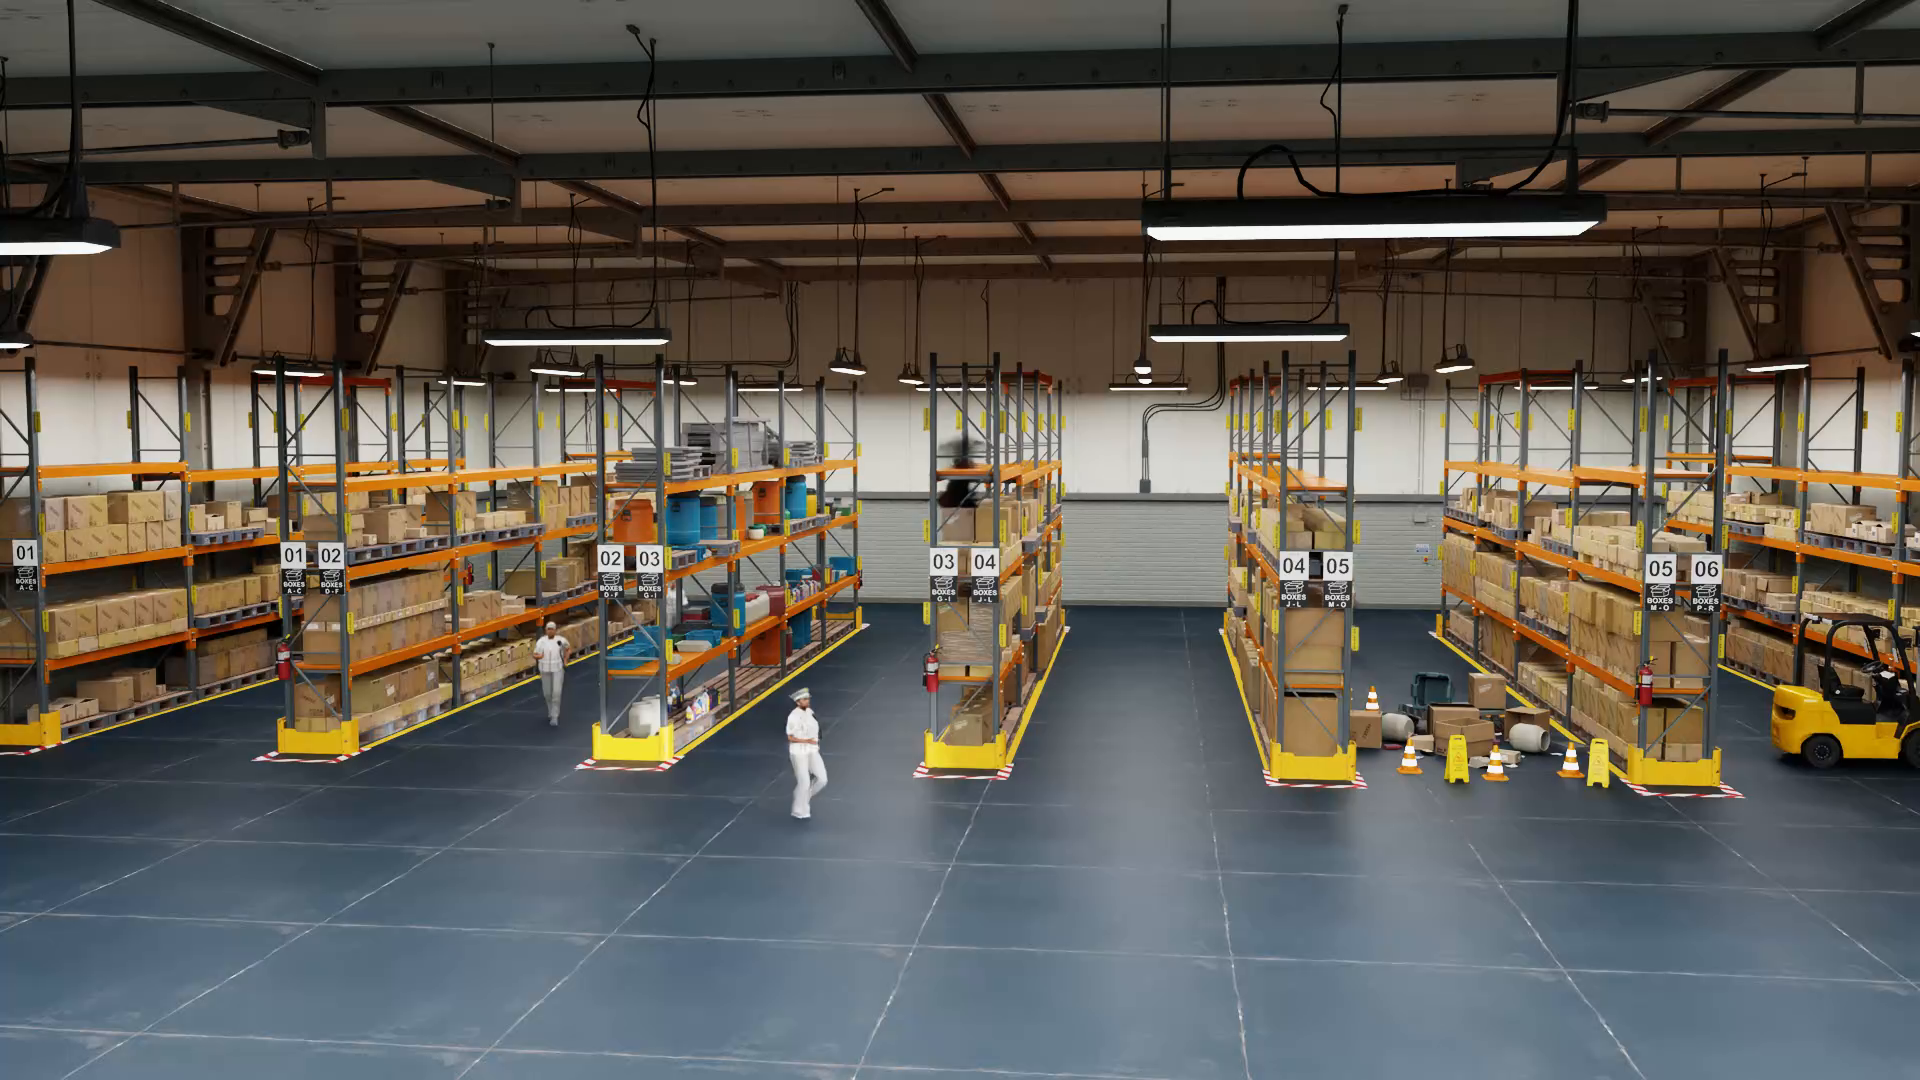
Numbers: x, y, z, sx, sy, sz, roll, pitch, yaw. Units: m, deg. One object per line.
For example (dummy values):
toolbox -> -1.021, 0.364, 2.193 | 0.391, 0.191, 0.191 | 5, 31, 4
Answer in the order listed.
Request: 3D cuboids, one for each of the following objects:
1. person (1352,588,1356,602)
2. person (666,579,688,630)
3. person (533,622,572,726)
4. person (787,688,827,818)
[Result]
person -> 8.536, 1.557, 37.164 | 0.545, 1.708, 0.781 | 0, 4, 4
person -> -6.160, 1.612, 35.745 | 0.619, 1.723, 0.803 | 0, 4, -3
person -> -6.782, 2.191, 27.613 | 0.602, 1.654, 0.913 | 0, 4, -5
person -> -1.903, 2.681, 20.935 | 0.559, 1.658, 0.564 | 3, 5, 38
